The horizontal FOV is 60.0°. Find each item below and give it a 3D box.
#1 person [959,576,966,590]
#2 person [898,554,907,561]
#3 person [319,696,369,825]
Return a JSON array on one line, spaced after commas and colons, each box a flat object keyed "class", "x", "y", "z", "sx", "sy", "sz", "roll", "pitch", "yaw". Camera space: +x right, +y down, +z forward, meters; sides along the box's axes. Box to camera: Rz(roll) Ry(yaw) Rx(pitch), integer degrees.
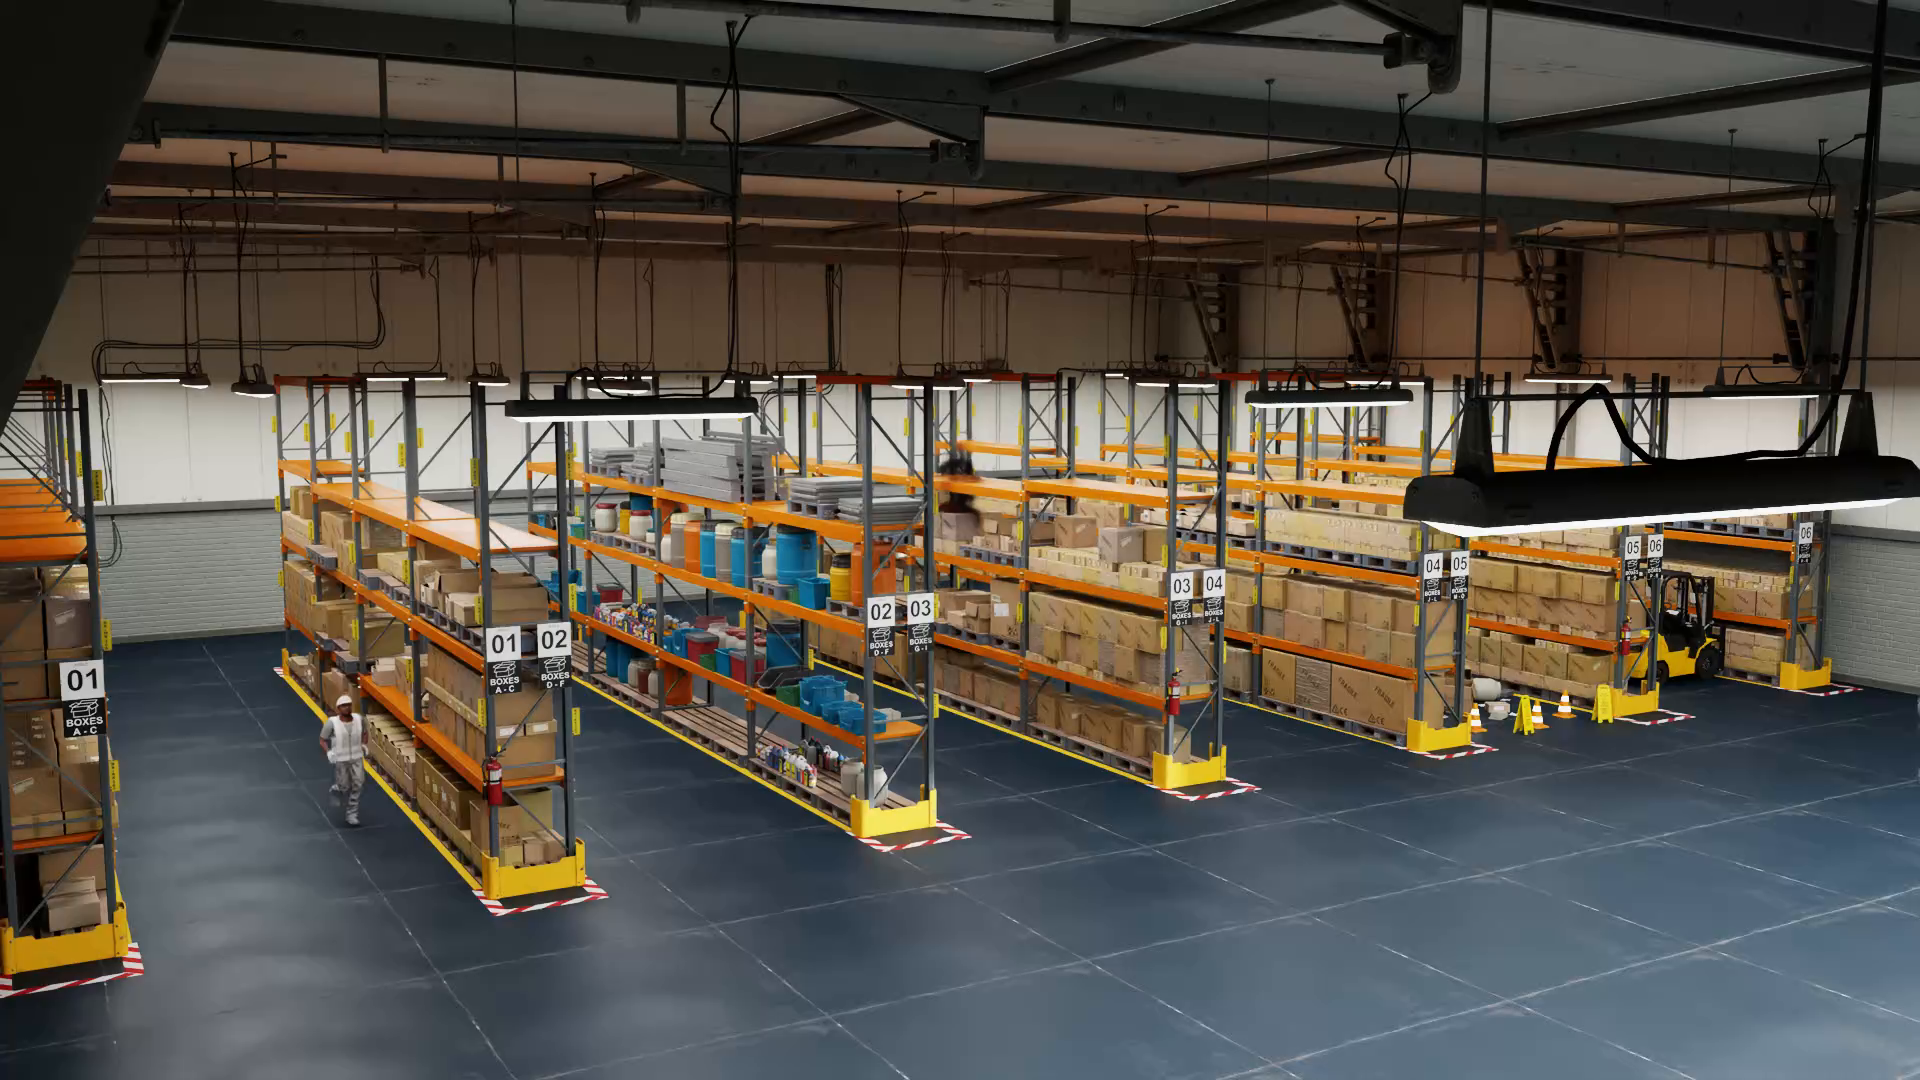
[{"class": "person", "x": 0.118, "y": 0.944, "z": 42.363, "sx": 0.489, "sy": 1.536, "sz": 0.560, "roll": 4, "pitch": 7, "yaw": 32}, {"class": "person", "x": -1.418, "y": 1.165, "z": 39.551, "sx": 0.699, "sy": 1.726, "sz": 0.664, "roll": -1, "pitch": 6, "yaw": -9}, {"class": "person", "x": -8.388, "y": 2.985, "z": 22.743, "sx": 0.683, "sy": 1.743, "sz": 0.689, "roll": -5, "pitch": 8, "yaw": -38}]
